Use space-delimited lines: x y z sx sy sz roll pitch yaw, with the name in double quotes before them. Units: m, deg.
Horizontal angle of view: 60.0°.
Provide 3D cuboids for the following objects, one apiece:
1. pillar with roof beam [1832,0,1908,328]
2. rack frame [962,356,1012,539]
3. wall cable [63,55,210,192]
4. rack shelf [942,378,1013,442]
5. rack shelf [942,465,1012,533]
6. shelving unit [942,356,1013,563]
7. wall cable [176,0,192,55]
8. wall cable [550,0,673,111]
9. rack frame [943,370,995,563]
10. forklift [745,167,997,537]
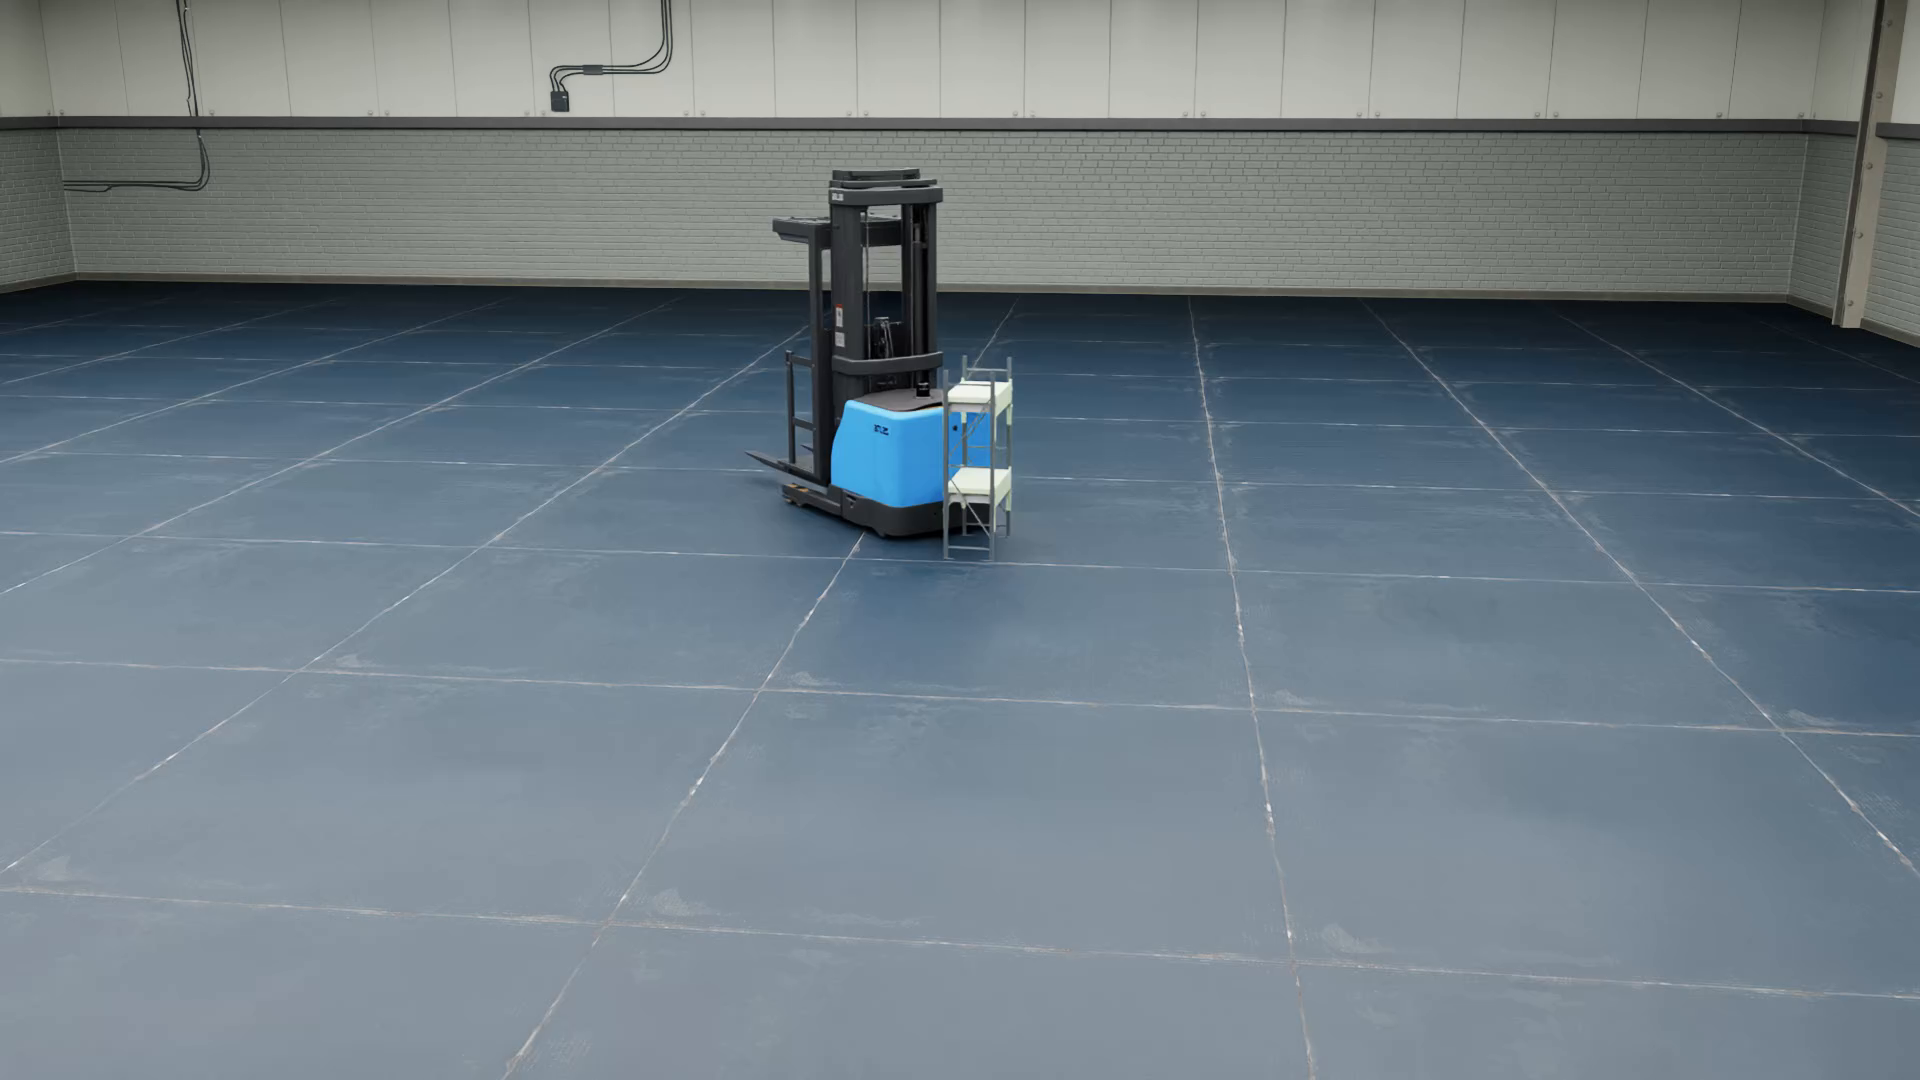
"pillar with roof beam" 9.626 -7.827 25.367 9.100 9.000 0.400 2 15 6
"rack frame" 0.217 -0.747 13.553 0.400 1.500 0.023 3 15 11
"wall cable" -15.749 -7.854 31.416 3.097 2.526 0.112 2 15 6
"rack shelf" 0.143 -1.031 13.105 0.431 0.370 0.720 3 15 11
"rack shelf" 0.143 -0.339 13.292 0.431 0.370 0.720 3 15 11
"shelving unit" 0.143 -0.654 13.207 0.431 1.500 0.755 3 15 11
"wall cable" -13.061 -10.212 30.463 3.097 2.526 0.112 2 15 6
"wall cable" -6.318 -10.711 29.518 2.305 6.003 0.169 2 15 6
"rack frame" 0.070 -0.560 12.861 0.400 1.500 0.023 3 15 11
"forklift" -0.934 -1.769 14.589 1.130 2.935 3.031 -10 18 -33
